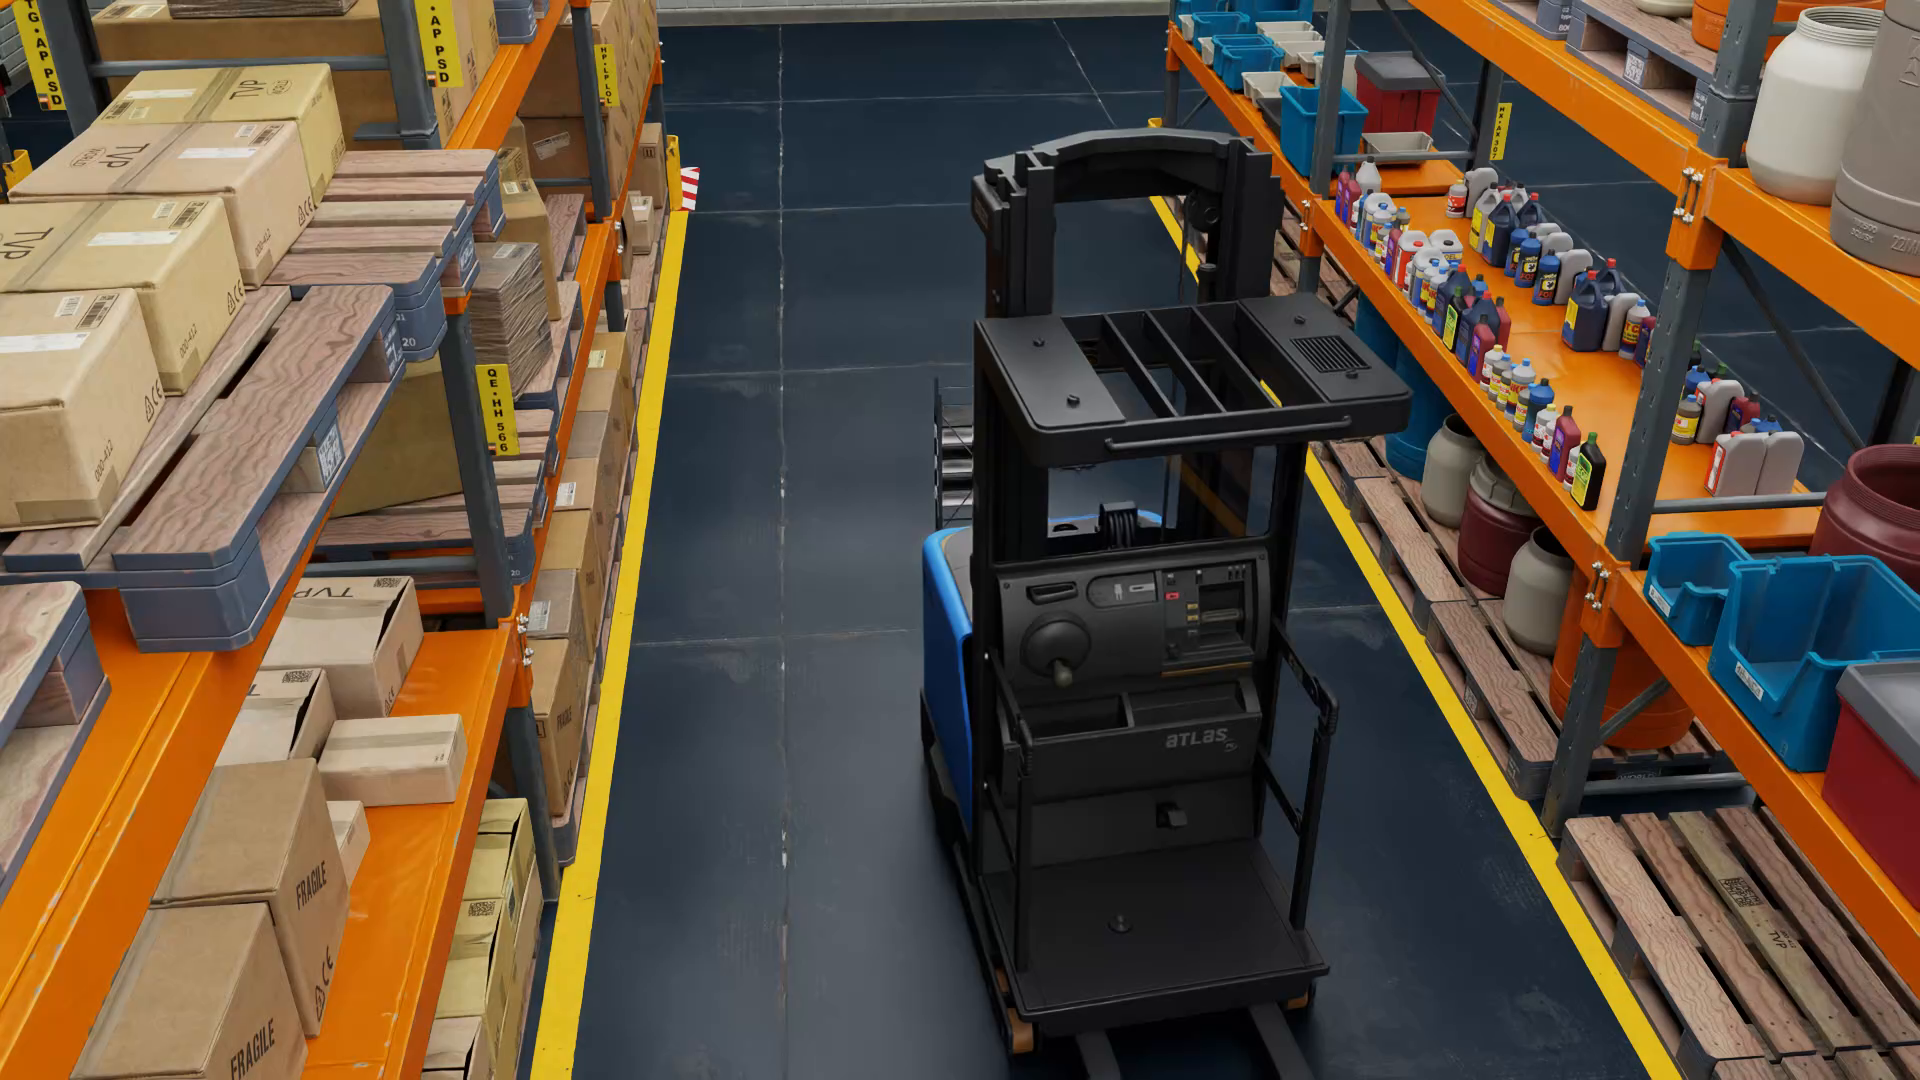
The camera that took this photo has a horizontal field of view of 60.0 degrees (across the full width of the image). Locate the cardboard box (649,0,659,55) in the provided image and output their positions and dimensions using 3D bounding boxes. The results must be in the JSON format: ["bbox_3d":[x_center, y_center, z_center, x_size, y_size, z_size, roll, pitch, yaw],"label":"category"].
[{"bbox_3d":[-2.486,-3.806,12.099,0.500,0.500,0.500,-2,31,-3],"label":"cardboard box"}]

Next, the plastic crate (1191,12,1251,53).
[{"bbox_3d":[1.890,-3.690,12.107,0.416,0.233,0.300,-3,31,-5],"label":"plastic crate"}]

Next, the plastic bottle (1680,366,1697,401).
[{"bbox_3d":[3.123,-0.646,7.100,0.097,0.201,0.097,0,31,0],"label":"plastic bottle"}]

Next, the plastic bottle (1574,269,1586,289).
[{"bbox_3d":[3.020,-1.212,8.048,0.097,0.201,0.097,0,31,0],"label":"plastic bottle"}]

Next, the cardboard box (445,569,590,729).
[{"bbox_3d":[-1.864,0.477,7.035,0.500,0.500,0.500,-4,31,-6],"label":"cardboard box"}]

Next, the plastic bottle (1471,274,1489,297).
[{"bbox_3d":[2.425,-1.118,7.822,0.097,0.271,0.097,0,31,0],"label":"plastic bottle"}]

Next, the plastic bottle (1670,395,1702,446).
[{"bbox_3d":[2.997,-0.502,6.858,0.097,0.201,0.097,0,31,0],"label":"plastic bottle"}]

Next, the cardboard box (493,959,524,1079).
[{"bbox_3d":[-1.707,1.626,5.375,0.500,0.250,0.500,-3,31,-5],"label":"cardboard box"}]

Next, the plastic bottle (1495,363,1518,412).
[{"bbox_3d":[2.359,-0.657,7.118,0.097,0.201,0.097,0,31,0],"label":"plastic bottle"}]

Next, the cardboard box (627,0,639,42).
[{"bbox_3d":[-2.334,-3.452,10.532,0.500,0.500,0.500,-2,31,-3],"label":"cardboard box"}]

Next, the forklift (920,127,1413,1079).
[{"bbox_3d":[0.634,0.312,5.369,1.130,2.935,3.031,-6,31,-10],"label":"forklift"}]

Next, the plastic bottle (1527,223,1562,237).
[{"bbox_3d":[2.947,-1.489,8.439,0.152,0.276,0.135,-3,31,-5],"label":"plastic bottle"}]

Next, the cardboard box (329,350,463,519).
[{"bbox_3d":[-2.222,-0.434,6.044,0.700,0.500,0.500,-13,33,-21],"label":"cardboard box"}]

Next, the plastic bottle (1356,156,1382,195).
[{"bbox_3d":[2.221,-1.935,9.112,0.144,0.351,0.185,-3,31,-5],"label":"plastic bottle"}]

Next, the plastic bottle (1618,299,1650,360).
[{"bbox_3d":[3.071,-0.961,7.559,0.097,0.271,0.097,0,31,0],"label":"plastic bottle"}]

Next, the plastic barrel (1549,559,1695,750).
[{"bbox_3d":[2.818,0.373,6.908,0.600,0.830,0.708,-3,31,-5],"label":"plastic barrel"}]

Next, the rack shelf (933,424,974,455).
[{"bbox_3d":[-0.001,-0.516,8.451,0.258,0.077,0.200,-3,31,-5],"label":"rack shelf"}]

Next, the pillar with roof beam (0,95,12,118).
[{"bbox_3d":[-4.557,-7.858,13.131,9.100,9.000,0.400,-3,31,-5],"label":"pillar with roof beam"}]

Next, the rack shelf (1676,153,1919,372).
[{"bbox_3d":[3.068,-0.088,3.748,1.077,0.370,4.000,-3,31,-5],"label":"rack shelf"}]

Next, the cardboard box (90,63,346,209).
[{"bbox_3d":[-1.953,-1.069,4.426,0.500,0.250,0.500,-5,31,-8],"label":"cardboard box"}]

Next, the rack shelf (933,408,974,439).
[{"bbox_3d":[-0.001,-0.594,8.405,0.258,0.077,0.200,-3,31,-5],"label":"rack shelf"}]

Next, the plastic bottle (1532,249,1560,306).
[{"bbox_3d":[2.859,-1.284,8.101,0.097,0.271,0.097,0,31,0],"label":"plastic bottle"}]

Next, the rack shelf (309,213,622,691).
[{"bbox_3d":[-2.238,-0.607,7.542,1.077,0.370,4.000,-3,31,-5],"label":"rack shelf"}]

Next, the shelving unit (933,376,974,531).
[{"bbox_3d":[-0.001,-0.390,8.526,0.258,0.900,0.210,-3,31,-5],"label":"shelving unit"}]

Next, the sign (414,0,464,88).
[{"bbox_3d":[-1.498,-1.460,4.763,0.100,0.325,0.005,-3,31,-5],"label":"sign"}]

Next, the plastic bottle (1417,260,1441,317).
[{"bbox_3d":[2.263,-1.210,7.977,0.097,0.271,0.097,0,31,0],"label":"plastic bottle"}]

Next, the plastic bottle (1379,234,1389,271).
[{"bbox_3d":[2.207,-1.485,8.505,0.097,0.201,0.097,0,31,0],"label":"plastic bottle"}]

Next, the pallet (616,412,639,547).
[{"bbox_3d":[-2.311,-0.326,9.090,1.003,0.211,1.213,-3,31,-5],"label":"pallet"}]

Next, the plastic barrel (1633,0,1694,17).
[{"bbox_3d":[2.635,-2.079,6.105,0.301,0.262,0.301,0,31,0],"label":"plastic barrel"}]

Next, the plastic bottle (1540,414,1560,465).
[{"bbox_3d":[2.404,-0.408,6.702,0.097,0.201,0.097,0,31,0],"label":"plastic bottle"}]

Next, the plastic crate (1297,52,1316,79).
[{"bbox_3d":[2.499,-3.279,11.513,0.298,0.136,0.250,-3,31,-5],"label":"plastic crate"}]

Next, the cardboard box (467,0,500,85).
[{"bbox_3d":[-2.222,-1.972,6.104,0.910,0.500,0.500,-3,31,-5],"label":"cardboard box"}]

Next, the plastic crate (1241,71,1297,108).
[{"bbox_3d":[2.045,-2.959,10.978,0.293,0.136,0.466,-3,31,-5],"label":"plastic crate"}]

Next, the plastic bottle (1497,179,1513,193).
[{"bbox_3d":[2.933,-1.820,8.986,0.061,0.283,0.133,-3,31,-5],"label":"plastic bottle"}]

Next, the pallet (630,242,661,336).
[{"bbox_3d":[-2.605,-1.714,11.414,1.003,0.211,1.213,-3,31,-5],"label":"pallet"}]

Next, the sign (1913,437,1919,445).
[{"bbox_3d":[3.428,-0.230,6.050,0.100,0.325,0.005,-3,31,-5],"label":"sign"}]

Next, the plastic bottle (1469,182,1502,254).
[{"bbox_3d":[2.775,-1.690,8.703,0.144,0.351,0.185,-3,31,-5],"label":"plastic bottle"}]

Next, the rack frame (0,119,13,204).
[{"bbox_3d":[-7.730,-3.739,12.085,1.000,3.000,0.127,-3,31,-5],"label":"rack frame"}]

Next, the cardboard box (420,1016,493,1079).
[{"bbox_3d":[-1.657,1.644,4.798,0.500,0.311,0.500,-3,31,-5],"label":"cardboard box"}]

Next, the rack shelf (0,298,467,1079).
[{"bbox_3d":[-1.864,0.148,3.354,1.077,0.370,4.000,-3,31,-5],"label":"rack shelf"}]

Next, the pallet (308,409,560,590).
[{"bbox_3d":[-2.184,-0.155,6.271,1.213,0.211,1.003,-3,31,-5],"label":"pallet"}]

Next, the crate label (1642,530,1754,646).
[{"bbox_3d":[2.547,0.175,5.695,0.303,0.233,0.416,-3,31,-5],"label":"crate label"}]

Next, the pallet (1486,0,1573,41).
[{"bbox_3d":[2.787,-2.404,7.109,1.003,0.211,1.213,-3,31,-5],"label":"pallet"}]

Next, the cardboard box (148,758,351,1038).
[{"bbox_3d":[-1.878,0.919,4.189,0.500,0.500,0.500,-4,31,-7],"label":"cardboard box"}]

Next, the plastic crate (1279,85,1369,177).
[{"bbox_3d":[2.124,-2.413,9.821,0.392,0.384,0.575,-3,31,-5],"label":"plastic crate"}]

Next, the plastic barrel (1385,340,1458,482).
[{"bbox_3d":[2.607,-0.811,8.820,0.600,0.901,0.708,-3,31,-5],"label":"plastic barrel"}]

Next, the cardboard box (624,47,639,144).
[{"bbox_3d":[-2.297,-2.769,10.364,0.500,0.500,0.500,-3,31,-5],"label":"cardboard box"}]

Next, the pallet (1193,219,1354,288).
[{"bbox_3d":[2.283,-1.973,11.847,1.003,0.211,1.213,-3,31,-5],"label":"pallet"}]

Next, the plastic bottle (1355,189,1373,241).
[{"bbox_3d":[2.167,-1.733,8.852,0.097,0.271,0.097,0,31,0],"label":"plastic bottle"}]

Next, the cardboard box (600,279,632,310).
[{"bbox_3d":[-2.339,-1.575,10.795,0.380,0.166,0.250,-3,31,-5],"label":"cardboard box"}]

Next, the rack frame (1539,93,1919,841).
[{"bbox_3d":[2.881,-0.130,6.042,1.000,3.000,0.127,-3,31,-5],"label":"rack frame"}]

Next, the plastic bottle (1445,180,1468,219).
[{"bbox_3d":[2.744,-1.885,9.175,0.097,0.201,0.097,0,31,0],"label":"plastic bottle"}]

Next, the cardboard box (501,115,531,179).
[{"bbox_3d":[-2.603,-1.907,8.511,0.700,0.500,0.500,-13,33,-21],"label":"cardboard box"}]

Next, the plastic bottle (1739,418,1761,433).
[{"bbox_3d":[3.170,-0.391,6.673,0.097,0.201,0.097,0,31,0],"label":"plastic bottle"}]

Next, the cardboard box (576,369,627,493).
[{"bbox_3d":[-2.055,-0.561,8.773,0.500,0.500,0.500,-3,31,-4],"label":"cardboard box"}]

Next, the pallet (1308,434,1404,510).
[{"bbox_3d":[2.538,-0.579,9.513,1.003,0.211,1.213,-3,31,-5],"label":"pallet"}]

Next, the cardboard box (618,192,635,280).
[{"bbox_3d":[-2.605,-2.013,11.200,0.797,0.503,0.637,-3,31,-5],"label":"cardboard box"}]

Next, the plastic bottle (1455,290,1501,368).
[{"bbox_3d":[2.338,-0.961,7.482,0.144,0.351,0.185,-3,31,-5],"label":"plastic bottle"}]
